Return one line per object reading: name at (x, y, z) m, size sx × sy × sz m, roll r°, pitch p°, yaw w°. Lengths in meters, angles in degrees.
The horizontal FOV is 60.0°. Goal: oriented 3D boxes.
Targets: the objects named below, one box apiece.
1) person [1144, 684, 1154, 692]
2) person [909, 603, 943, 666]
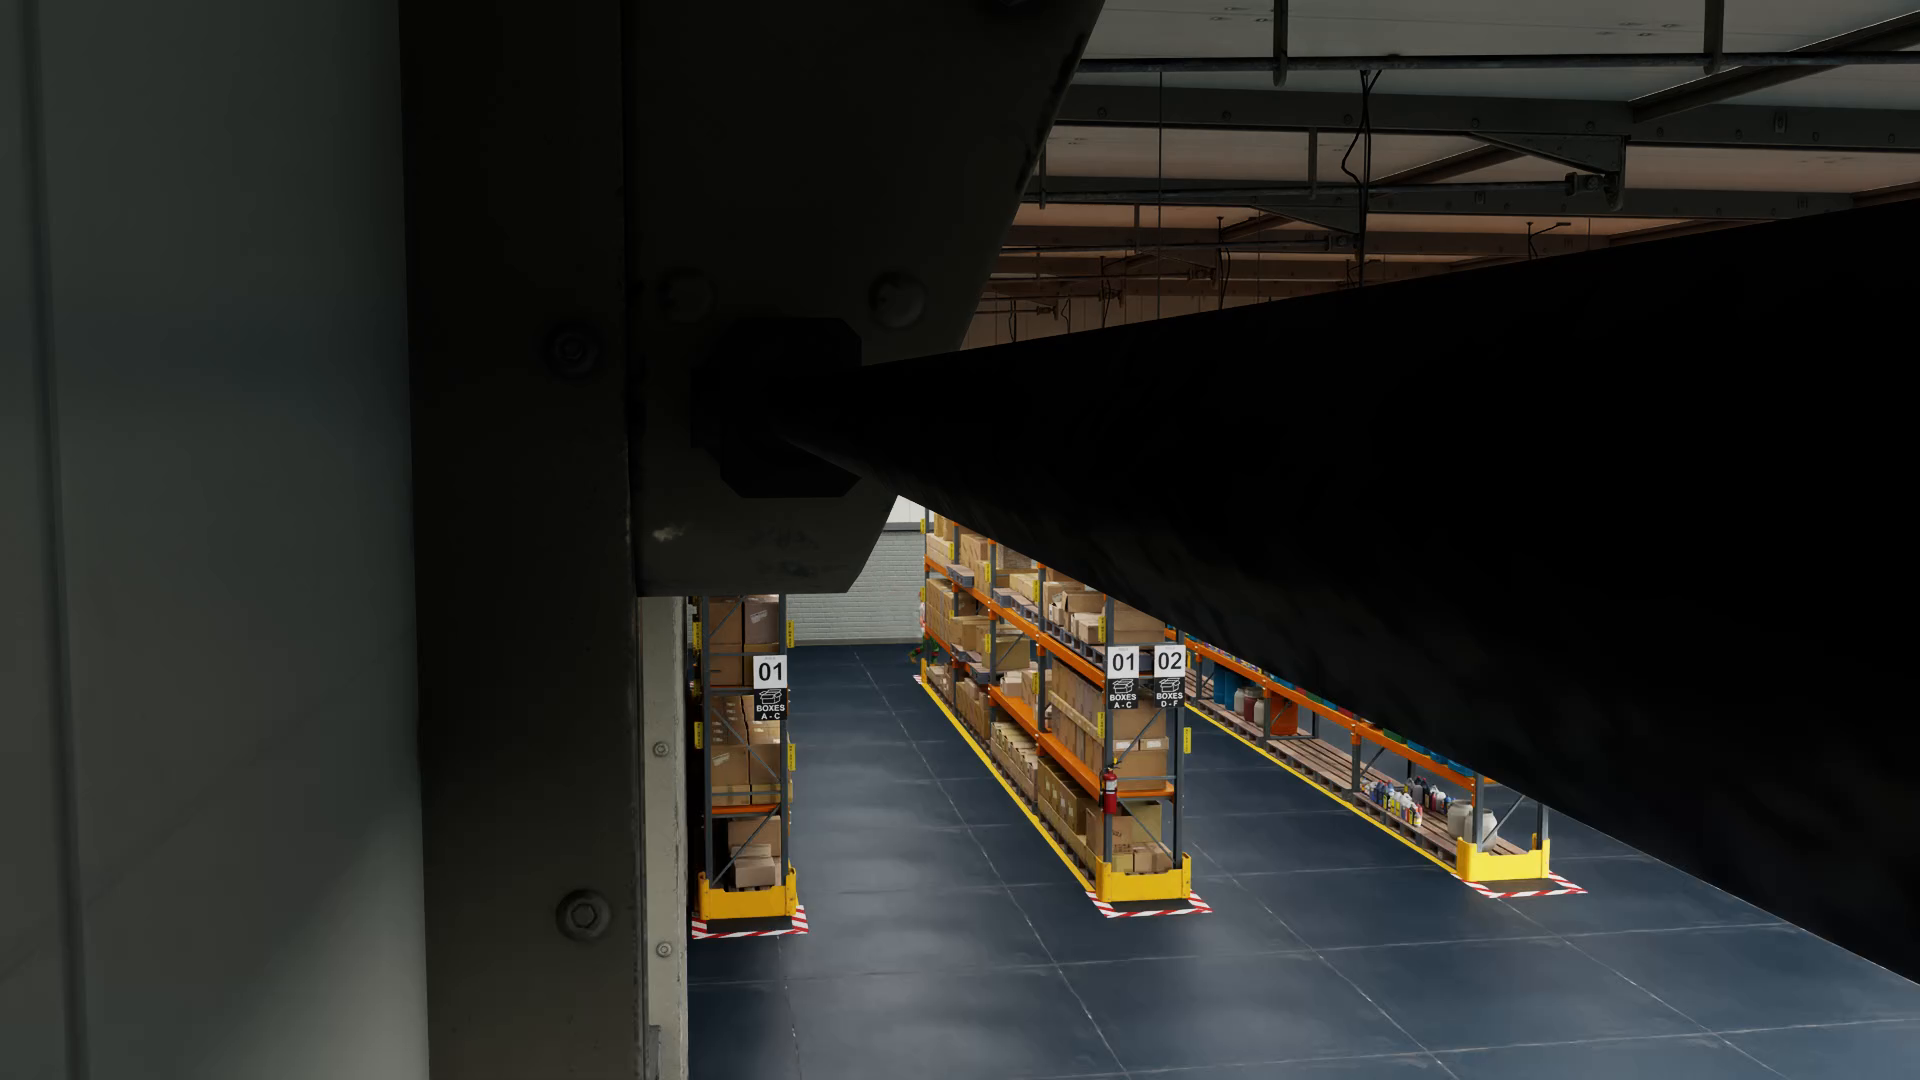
person at (3.784, 2.626, 33.239) m, size 0.345 × 1.608 × 0.488 m, roll -2°, pitch 5°, yaw -23°
person at (-0.761, 2.063, 38.495) m, size 0.797 × 1.745 × 0.588 m, roll 3°, pitch 6°, yaw 29°
